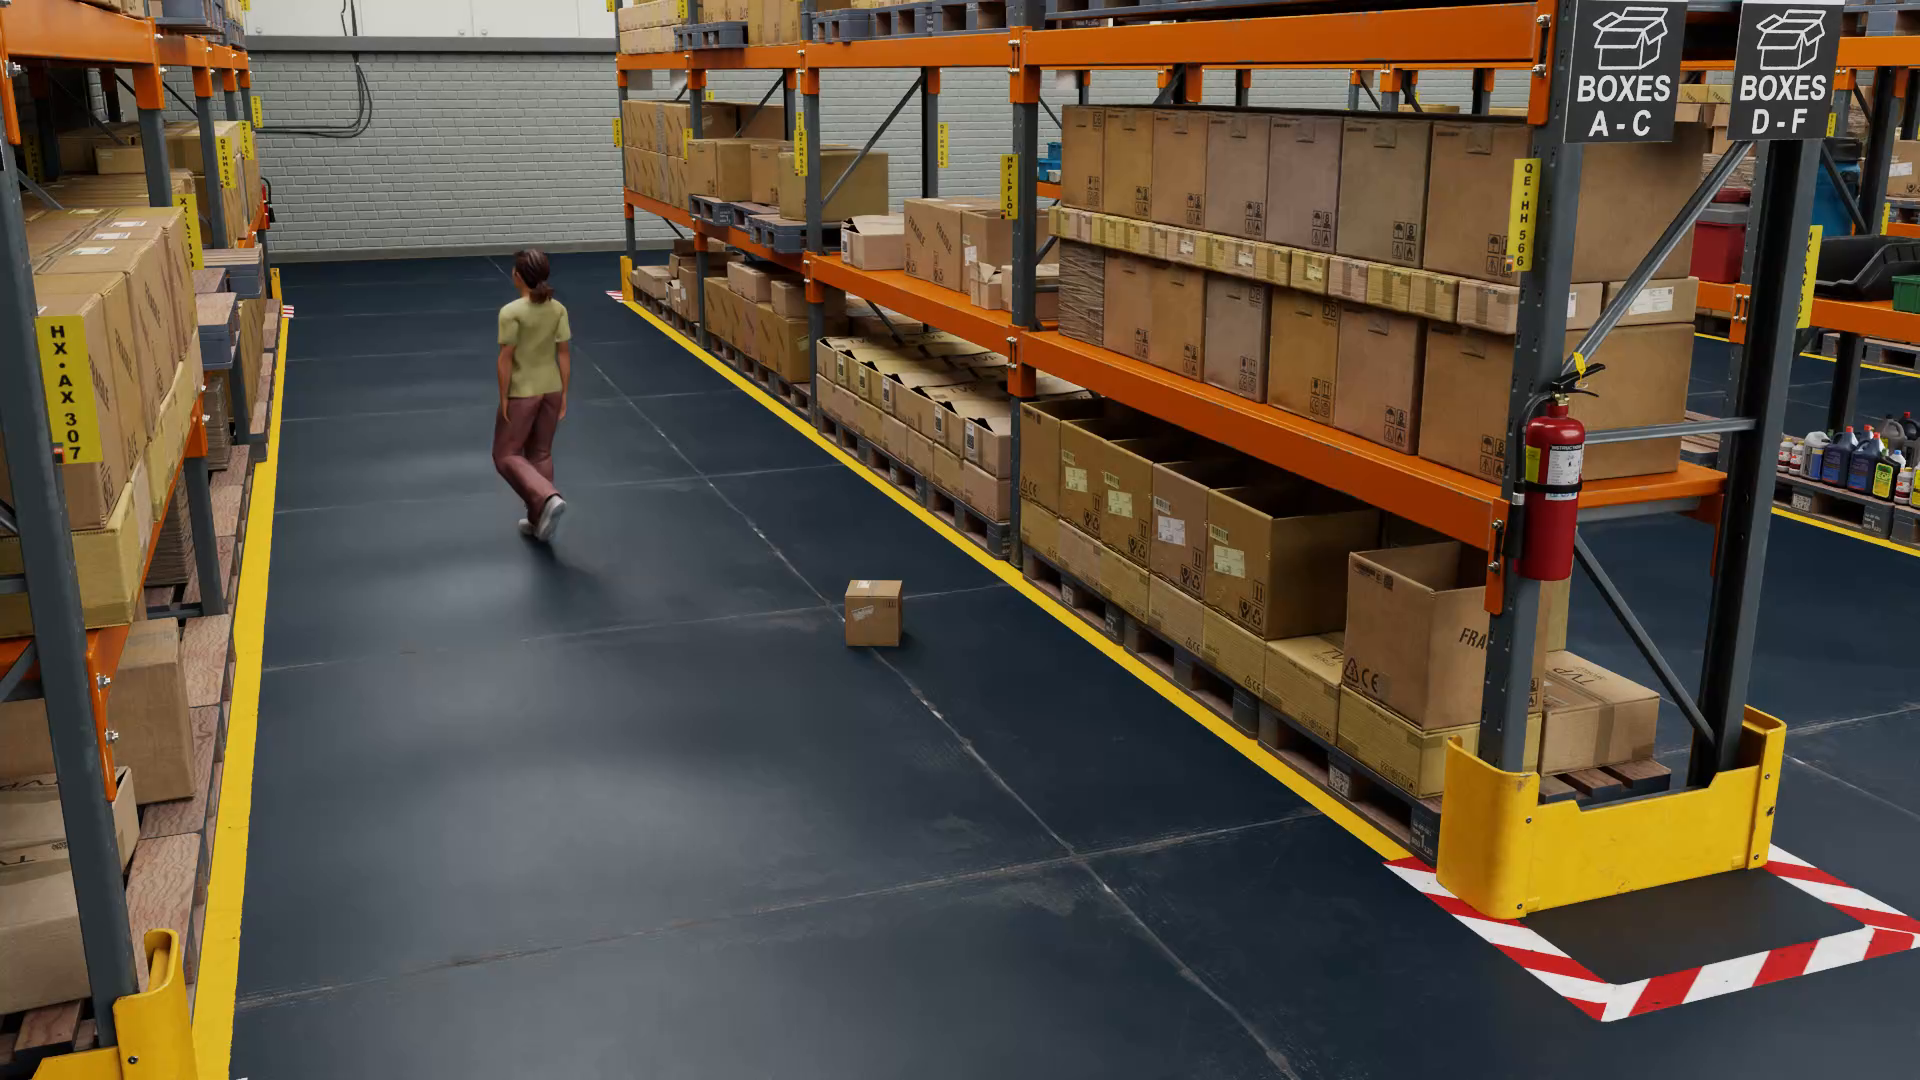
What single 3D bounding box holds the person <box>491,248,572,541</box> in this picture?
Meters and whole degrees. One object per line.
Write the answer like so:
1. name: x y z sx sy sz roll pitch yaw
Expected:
1. person: -2.367 -0.790 9.287 0.660 1.652 0.443 15 22 43
